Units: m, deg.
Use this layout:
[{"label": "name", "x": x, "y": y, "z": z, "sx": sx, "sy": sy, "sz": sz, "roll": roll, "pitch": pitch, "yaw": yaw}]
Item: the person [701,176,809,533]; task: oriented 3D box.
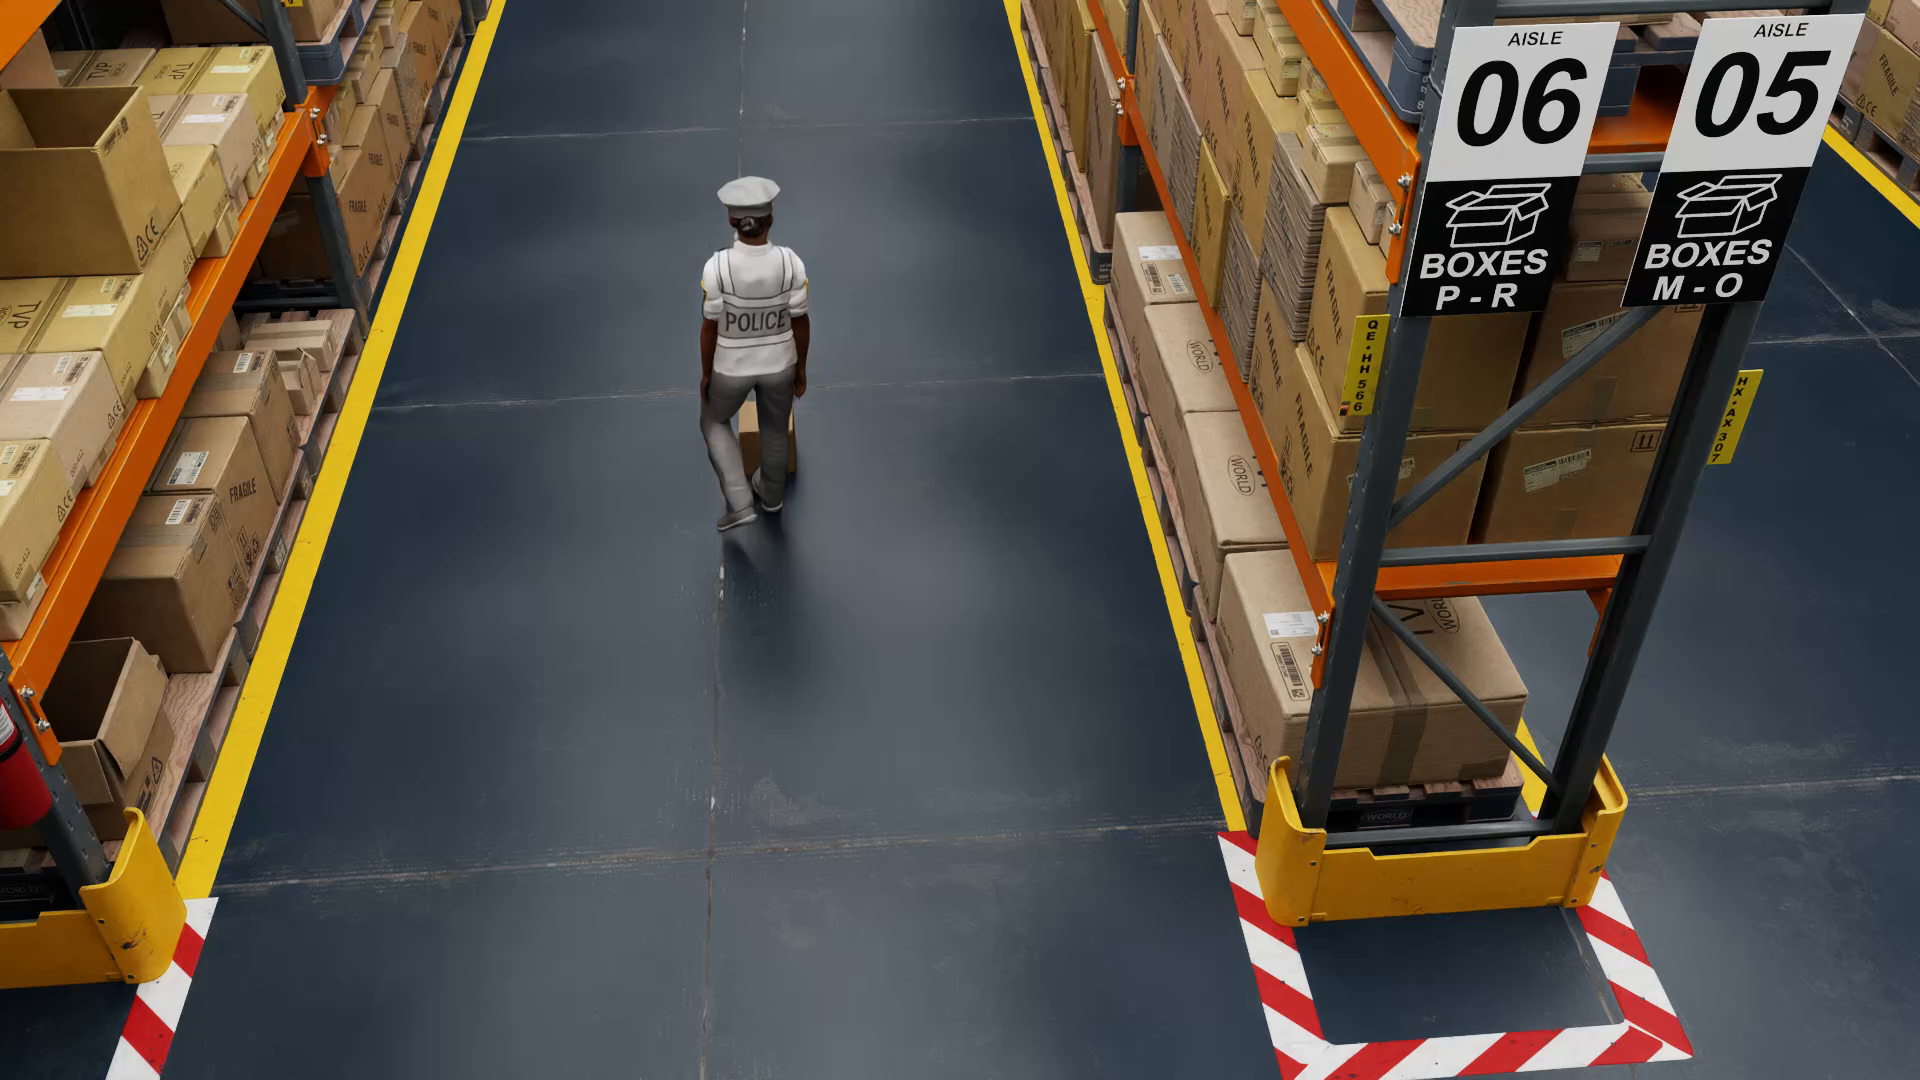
[{"label": "person", "x": -0.881, "y": -0.762, "z": 7.050, "sx": 0.484, "sy": 1.645, "sz": 0.560, "roll": -11, "pitch": 41, "yaw": -13}]
